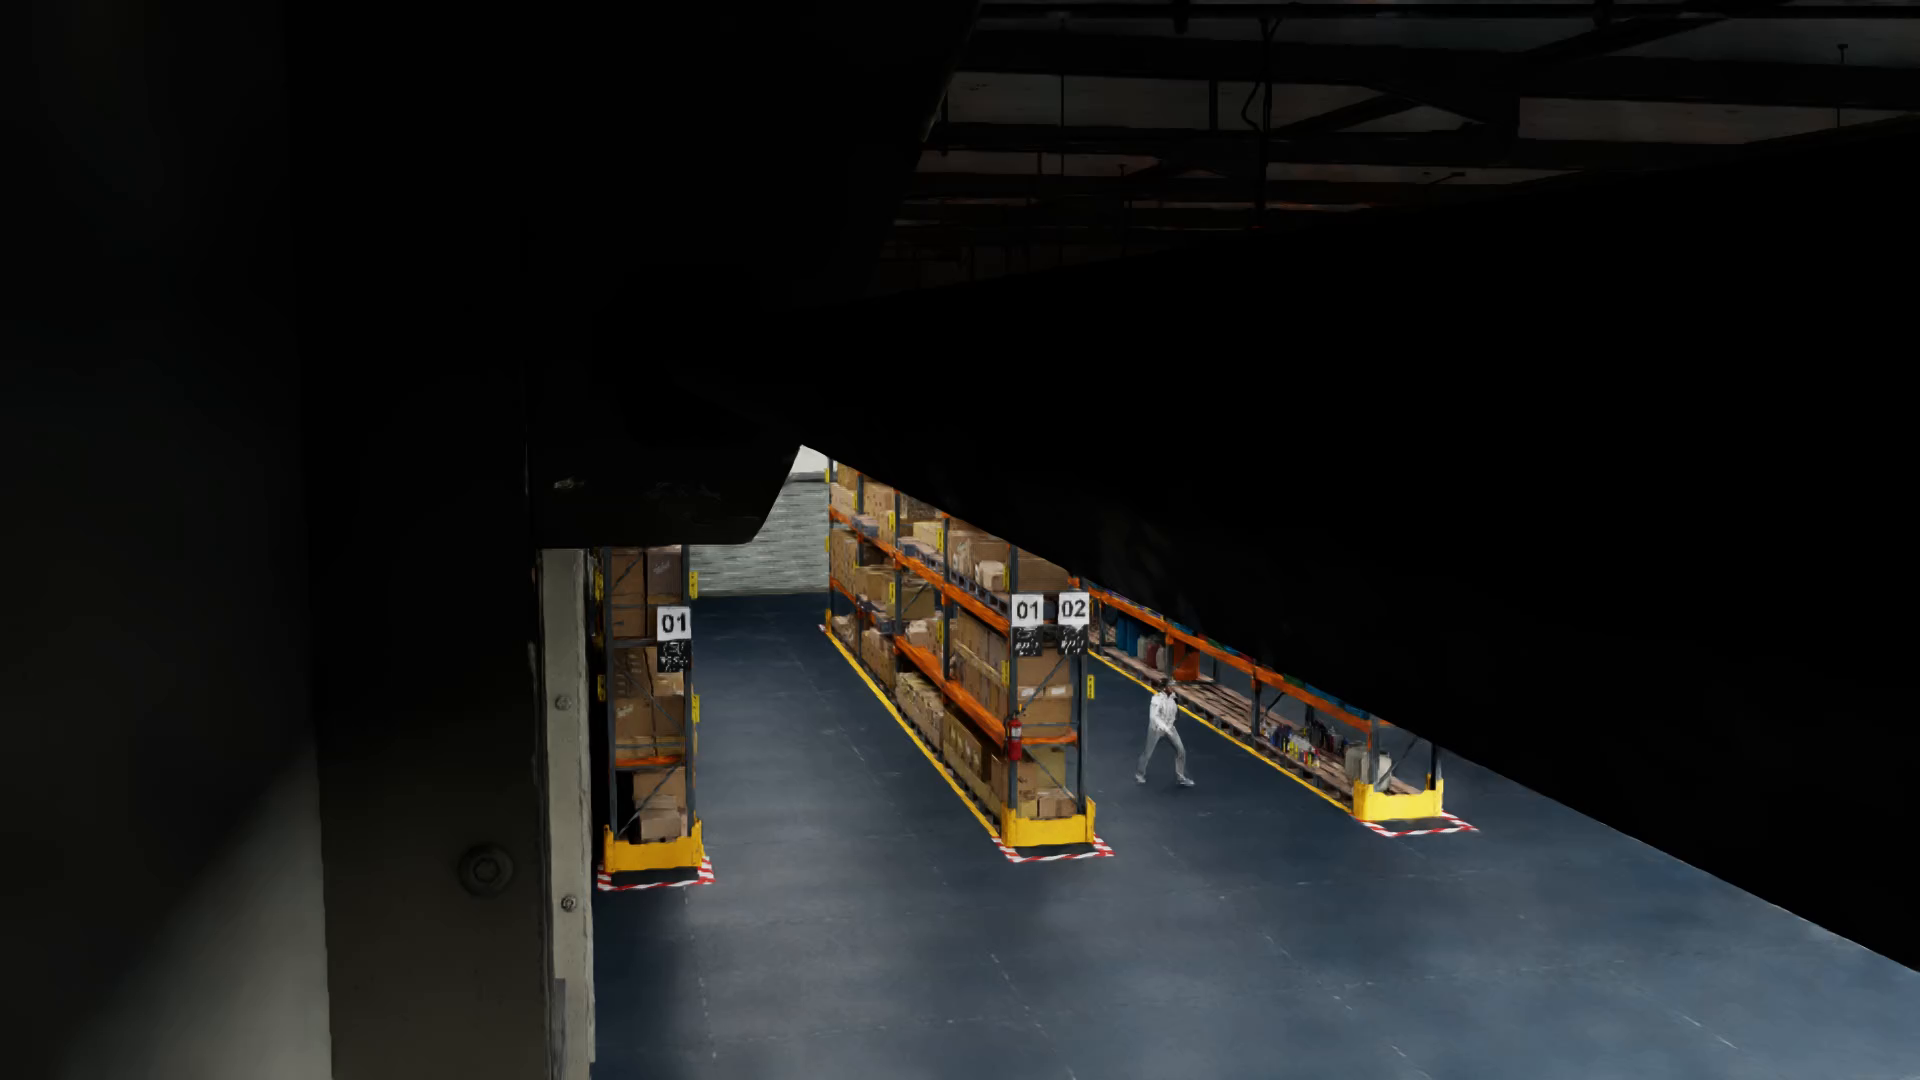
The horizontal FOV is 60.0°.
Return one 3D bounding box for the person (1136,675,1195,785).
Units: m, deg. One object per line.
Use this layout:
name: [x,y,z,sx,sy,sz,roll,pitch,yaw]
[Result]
person: [2.900,2.699,23.825,0.634,1.610,0.798,-4,8,-31]
